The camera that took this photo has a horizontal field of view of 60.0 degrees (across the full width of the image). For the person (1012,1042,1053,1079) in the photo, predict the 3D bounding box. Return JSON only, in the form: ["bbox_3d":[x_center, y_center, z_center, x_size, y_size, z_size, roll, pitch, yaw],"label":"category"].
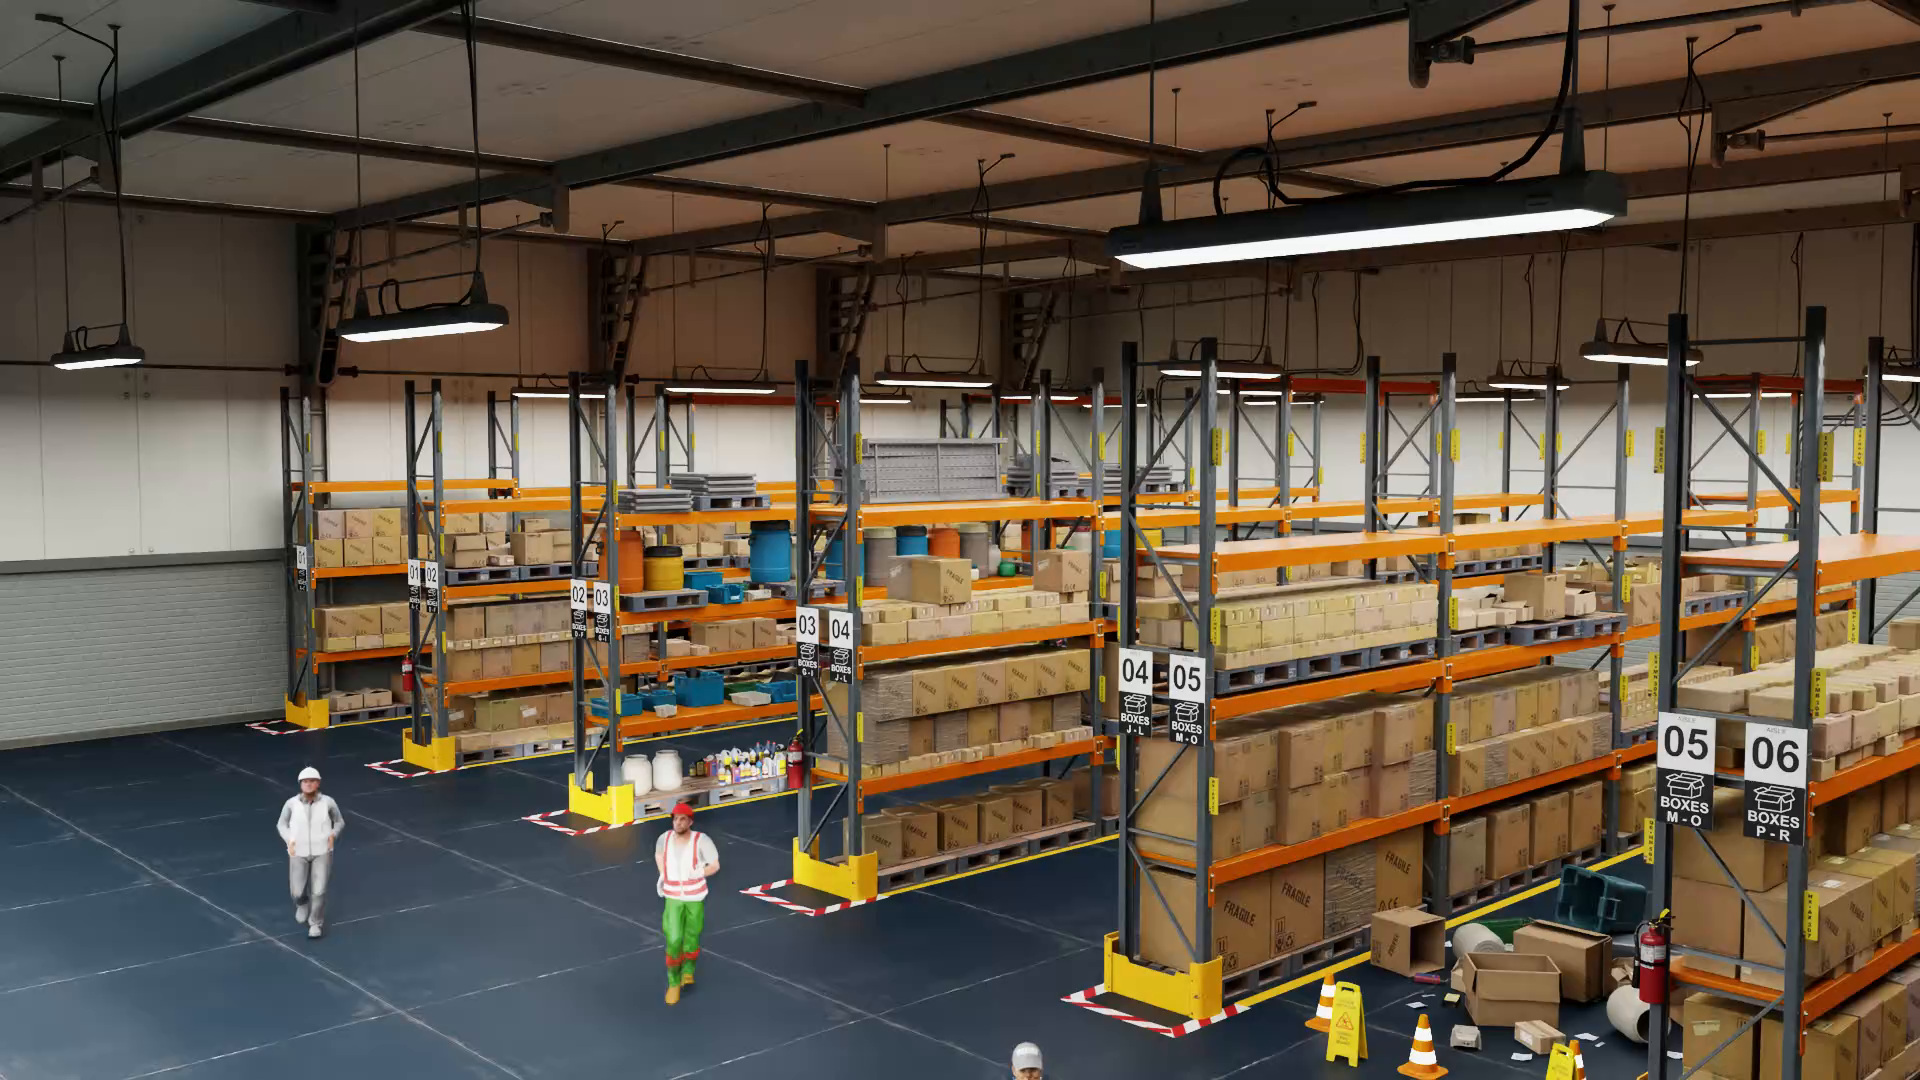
[{"bbox_3d":[0.390,3.705,9.539,0.600,1.689,0.901,0,4,1],"label":"person"}]

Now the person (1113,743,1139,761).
[{"bbox_3d":[2.539,2.744,24.788,0.758,1.672,0.594,-3,5,-42],"label":"person"}]

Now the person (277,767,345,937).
[{"bbox_3d":[-6.696,3.206,17.143,0.636,1.722,0.609,-1,4,-19],"label":"person"}]

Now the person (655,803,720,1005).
[{"bbox_3d":[-2.507,3.315,15.226,0.616,1.842,0.758,0,4,-3],"label":"person"}]
